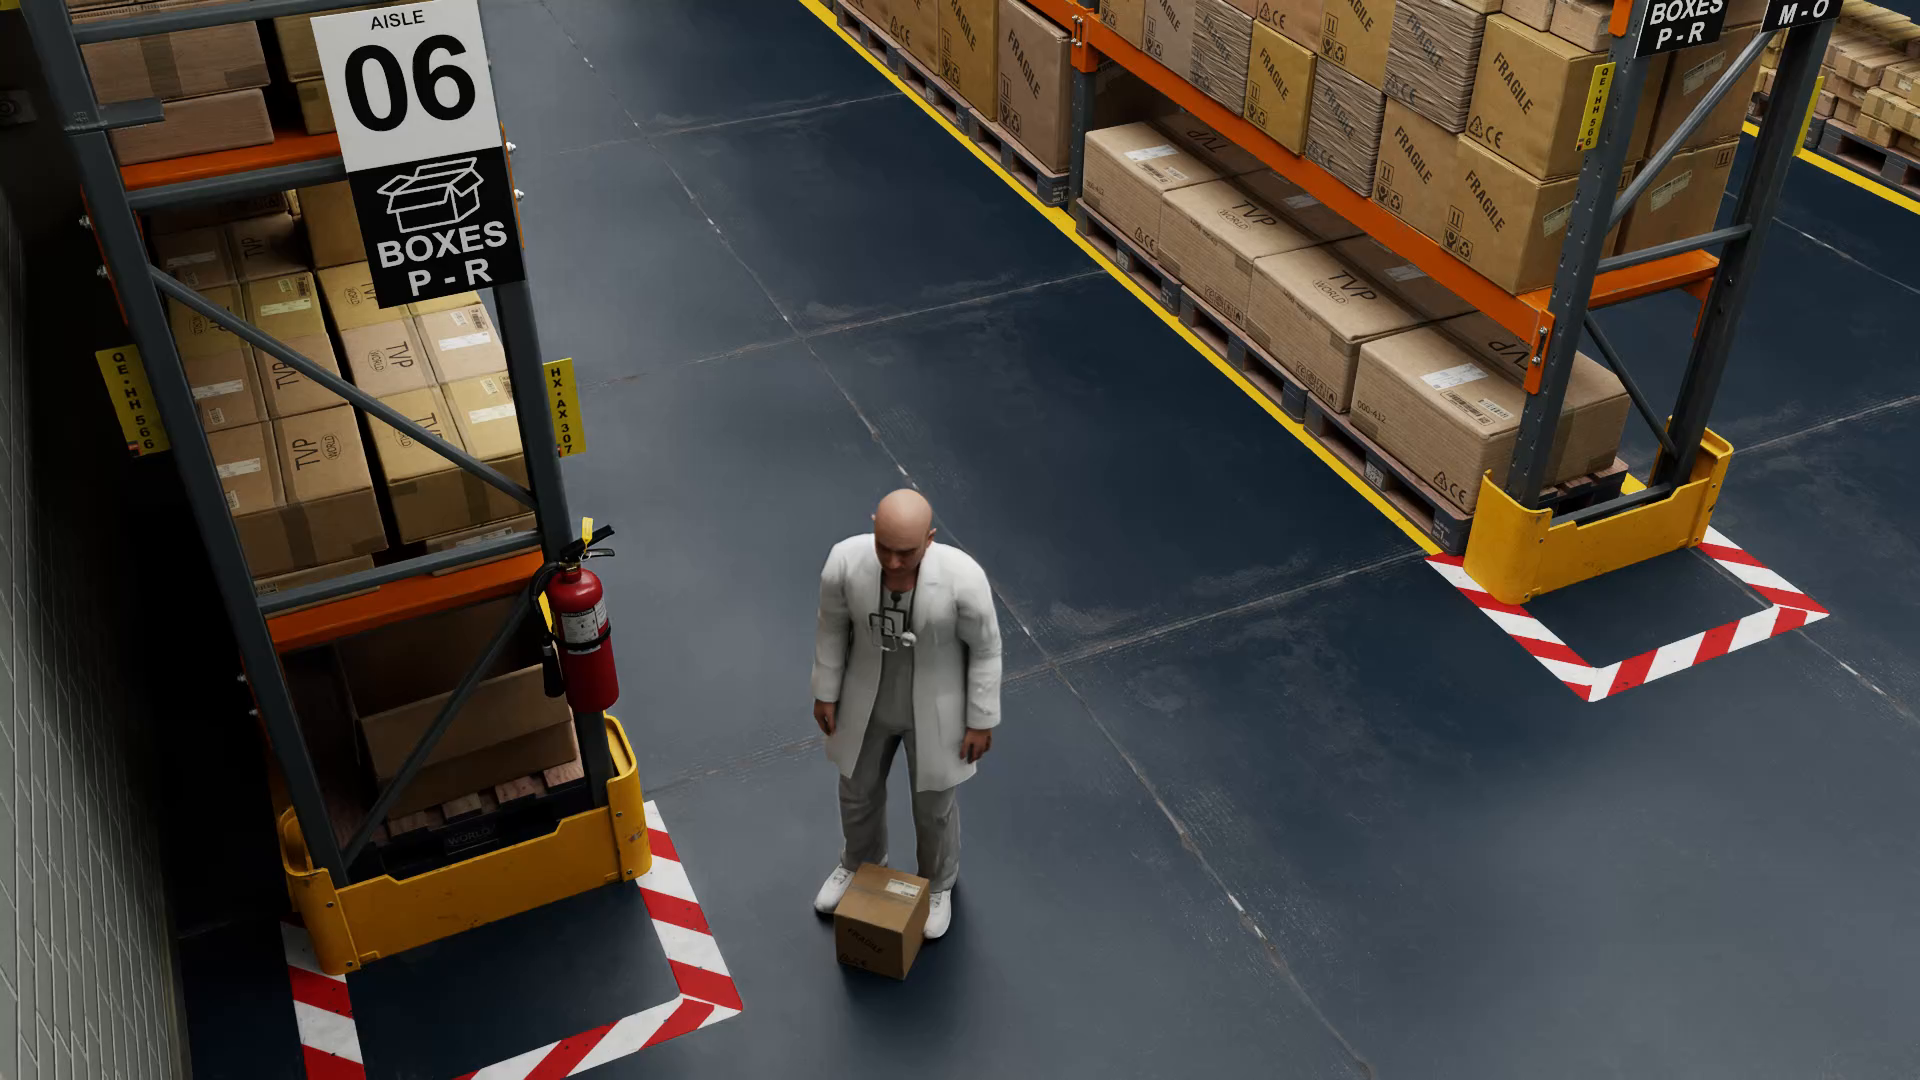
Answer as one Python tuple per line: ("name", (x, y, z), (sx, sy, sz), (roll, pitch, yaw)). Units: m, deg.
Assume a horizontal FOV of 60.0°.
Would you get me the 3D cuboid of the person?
("person", (-0.182, 0.551, 5.427), (0.646, 1.772, 0.429), (9, 38, 12))
